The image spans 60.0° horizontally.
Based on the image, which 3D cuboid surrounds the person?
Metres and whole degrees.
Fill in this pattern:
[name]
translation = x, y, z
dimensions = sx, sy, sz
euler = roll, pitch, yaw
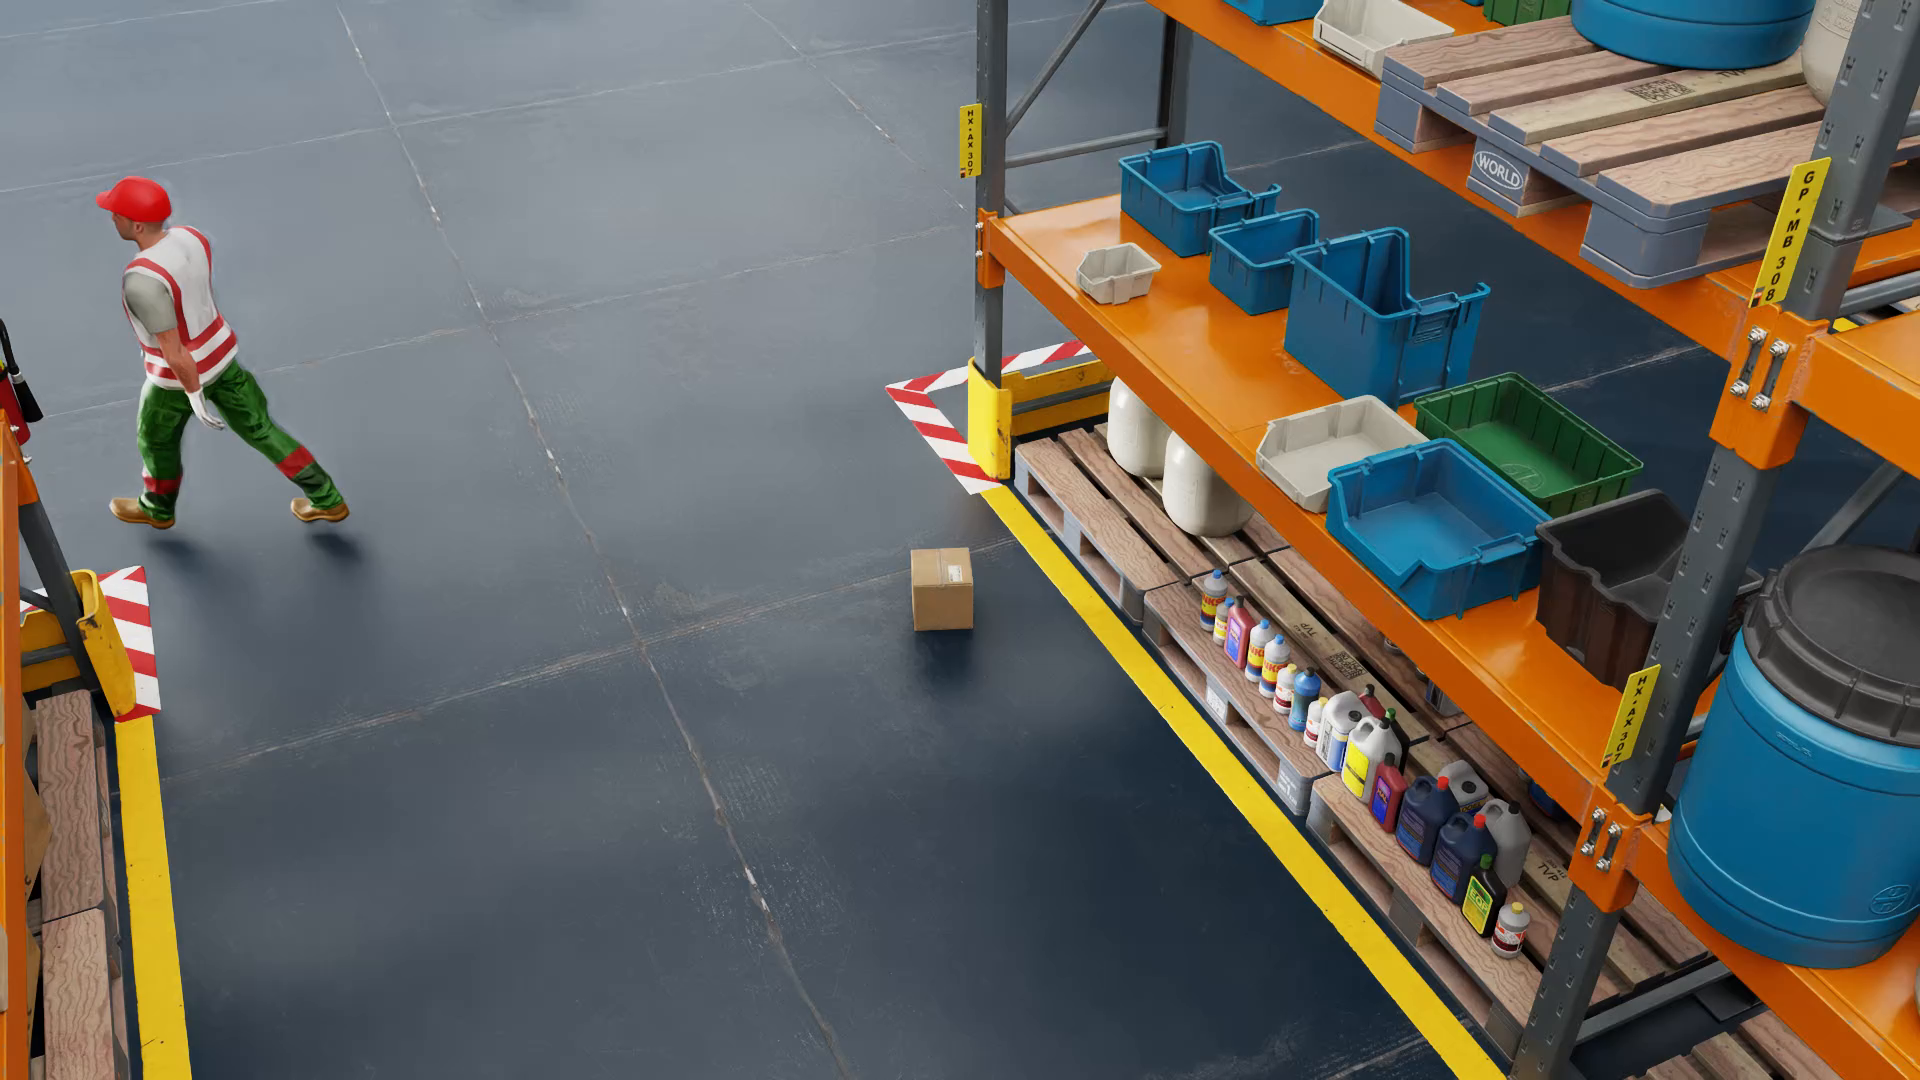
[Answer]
[person]
translation = -3.349, -0.765, 7.154
dimensions = 1.103, 1.734, 0.517
euler = 9, 38, 12
